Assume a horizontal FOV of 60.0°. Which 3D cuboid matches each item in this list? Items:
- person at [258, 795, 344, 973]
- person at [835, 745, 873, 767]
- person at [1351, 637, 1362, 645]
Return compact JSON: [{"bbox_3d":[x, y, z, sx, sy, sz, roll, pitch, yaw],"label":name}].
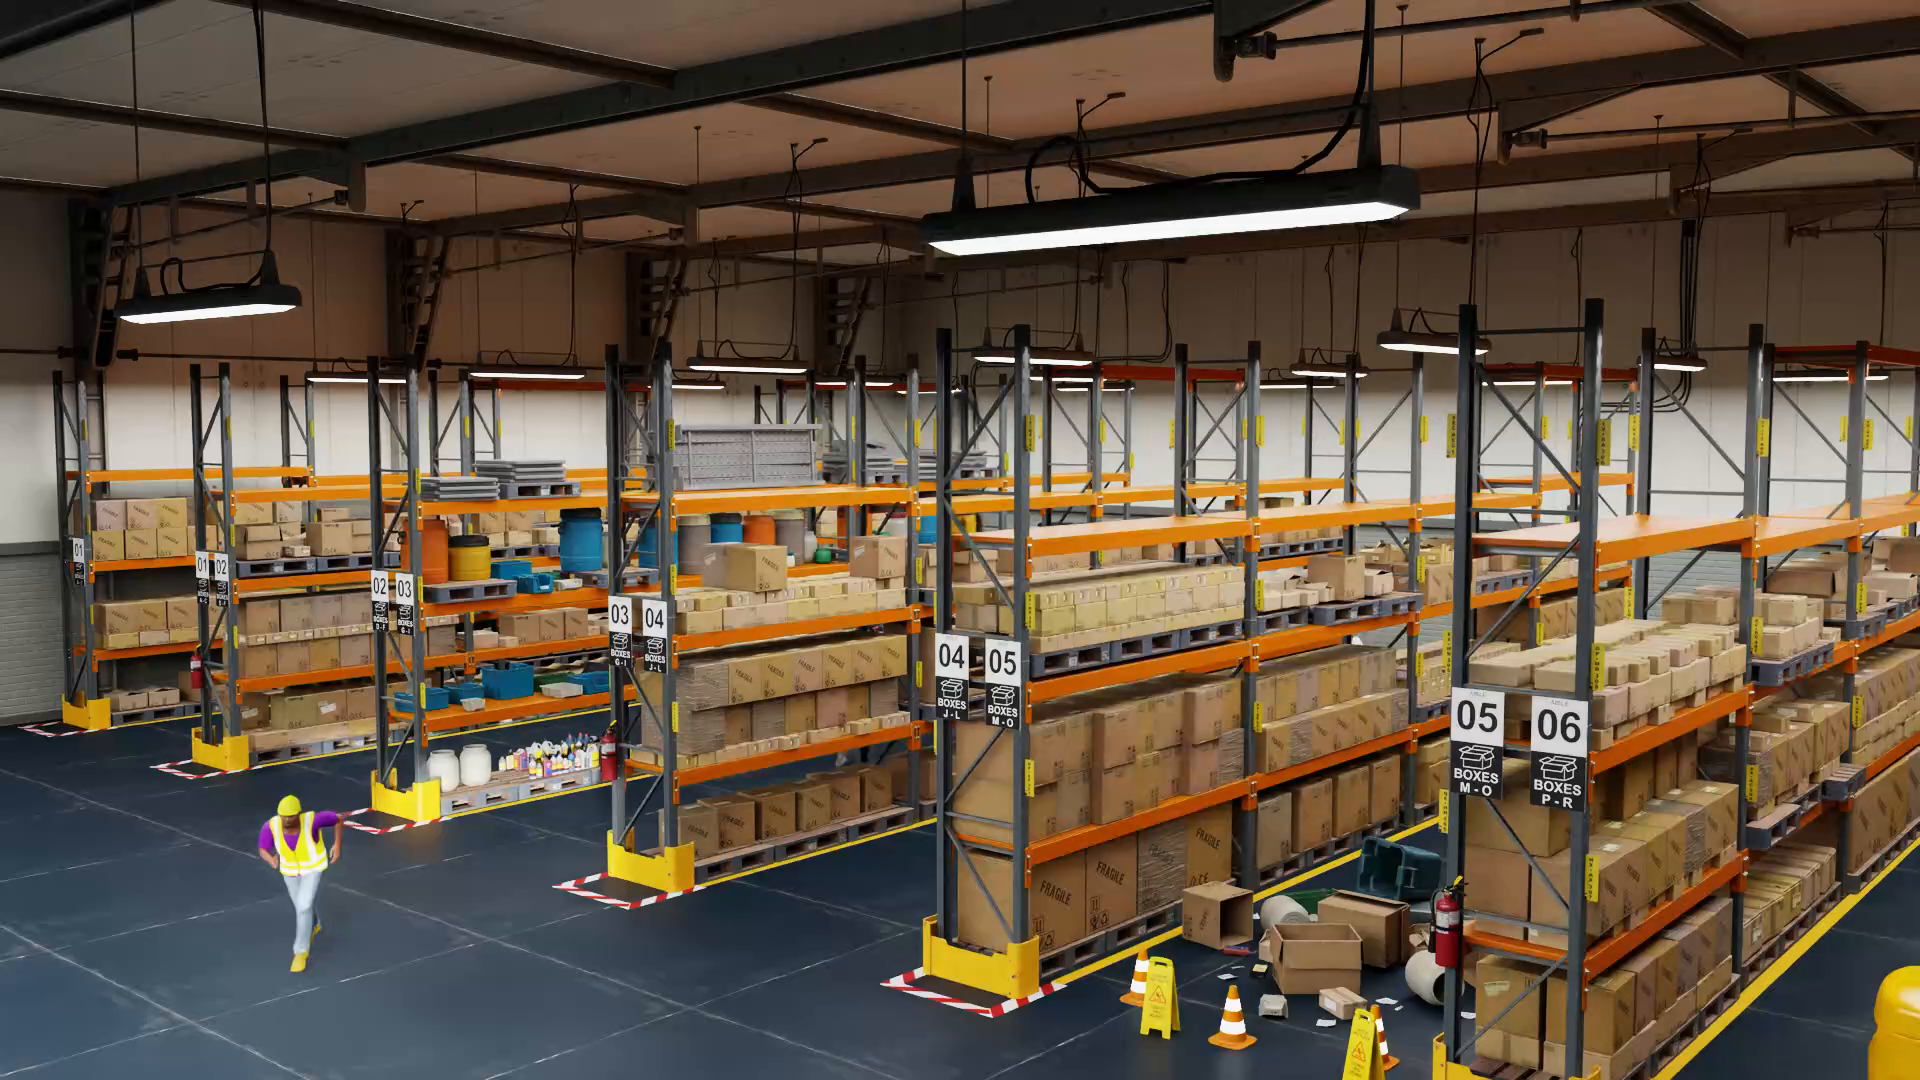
[{"bbox_3d":[-6.269,3.213,15.894,0.747,1.715,1.037,-1,4,-7],"label":"person"},{"bbox_3d":[-1.612,2.543,24.966,0.606,1.678,0.890,2,5,30],"label":"person"},{"bbox_3d":[6.373,2.395,26.788,0.648,1.703,0.719,2,5,26],"label":"person"}]
